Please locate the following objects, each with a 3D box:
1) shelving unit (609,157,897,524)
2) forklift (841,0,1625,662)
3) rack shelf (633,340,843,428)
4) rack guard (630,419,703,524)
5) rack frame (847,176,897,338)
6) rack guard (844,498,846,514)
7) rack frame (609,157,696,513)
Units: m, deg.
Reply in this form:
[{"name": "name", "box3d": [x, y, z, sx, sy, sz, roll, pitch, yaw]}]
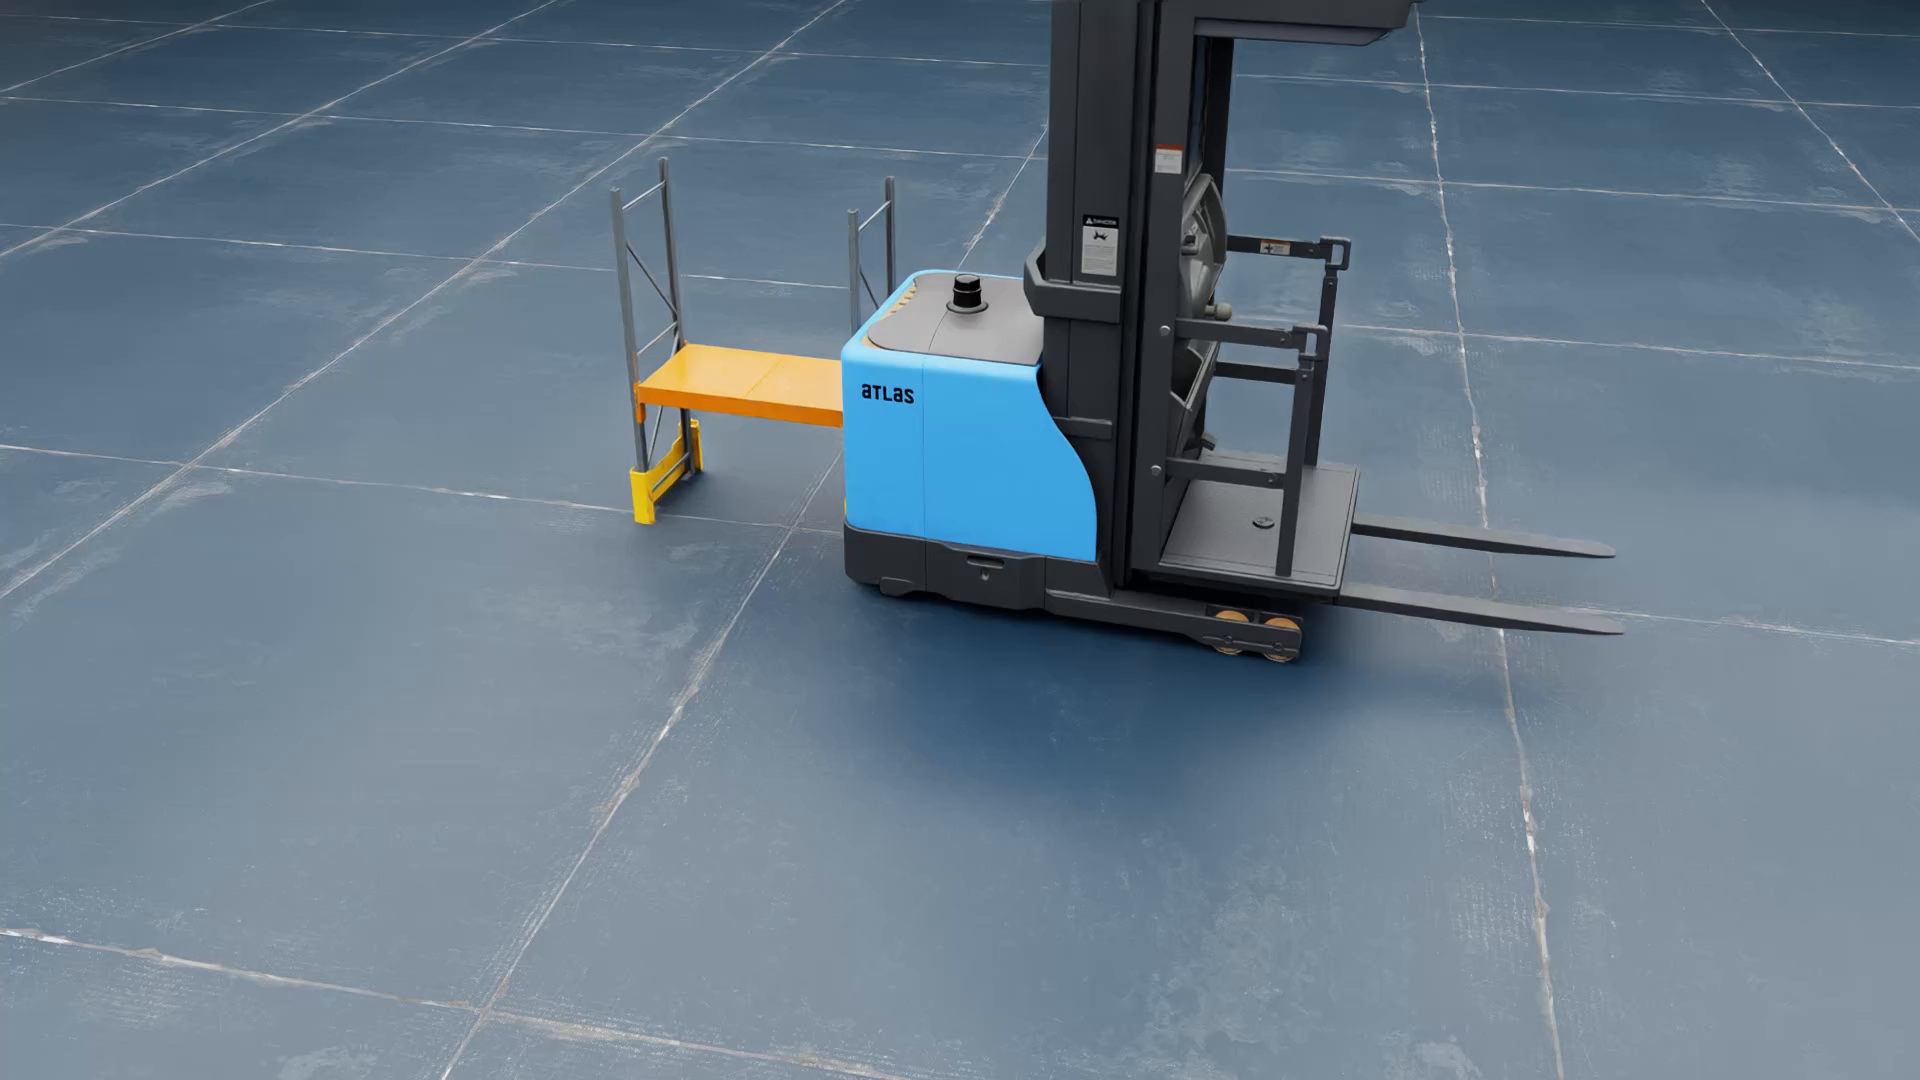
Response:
[{"name": "shelving unit", "box3d": [-0.851, -0.799, 7.147, 1.083, 1.500, 0.587, 8, 30, 14]}, {"name": "forklift", "box3d": [1.100, -1.102, 6.211, 3.031, 2.935, 1.130, 8, 30, 14]}, {"name": "rack shelf", "box3d": [-0.843, -0.640, 7.231, 1.000, 0.185, 0.538, 8, 30, 14]}, {"name": "rack guard", "box3d": [-1.330, -0.317, 7.569, 0.087, 0.250, 0.587, 8, 30, 14]}, {"name": "rack frame", "box3d": [-0.355, -0.729, 7.020, 0.032, 1.500, 0.500, 8, 30, 14]}, {"name": "rack guard", "box3d": [-0.373, -0.184, 7.325, 0.087, 0.250, 0.587, 8, 30, 14]}, {"name": "rack frame", "box3d": [-1.331, -0.866, 7.269, 0.032, 1.500, 0.500, 8, 30, 14]}]
